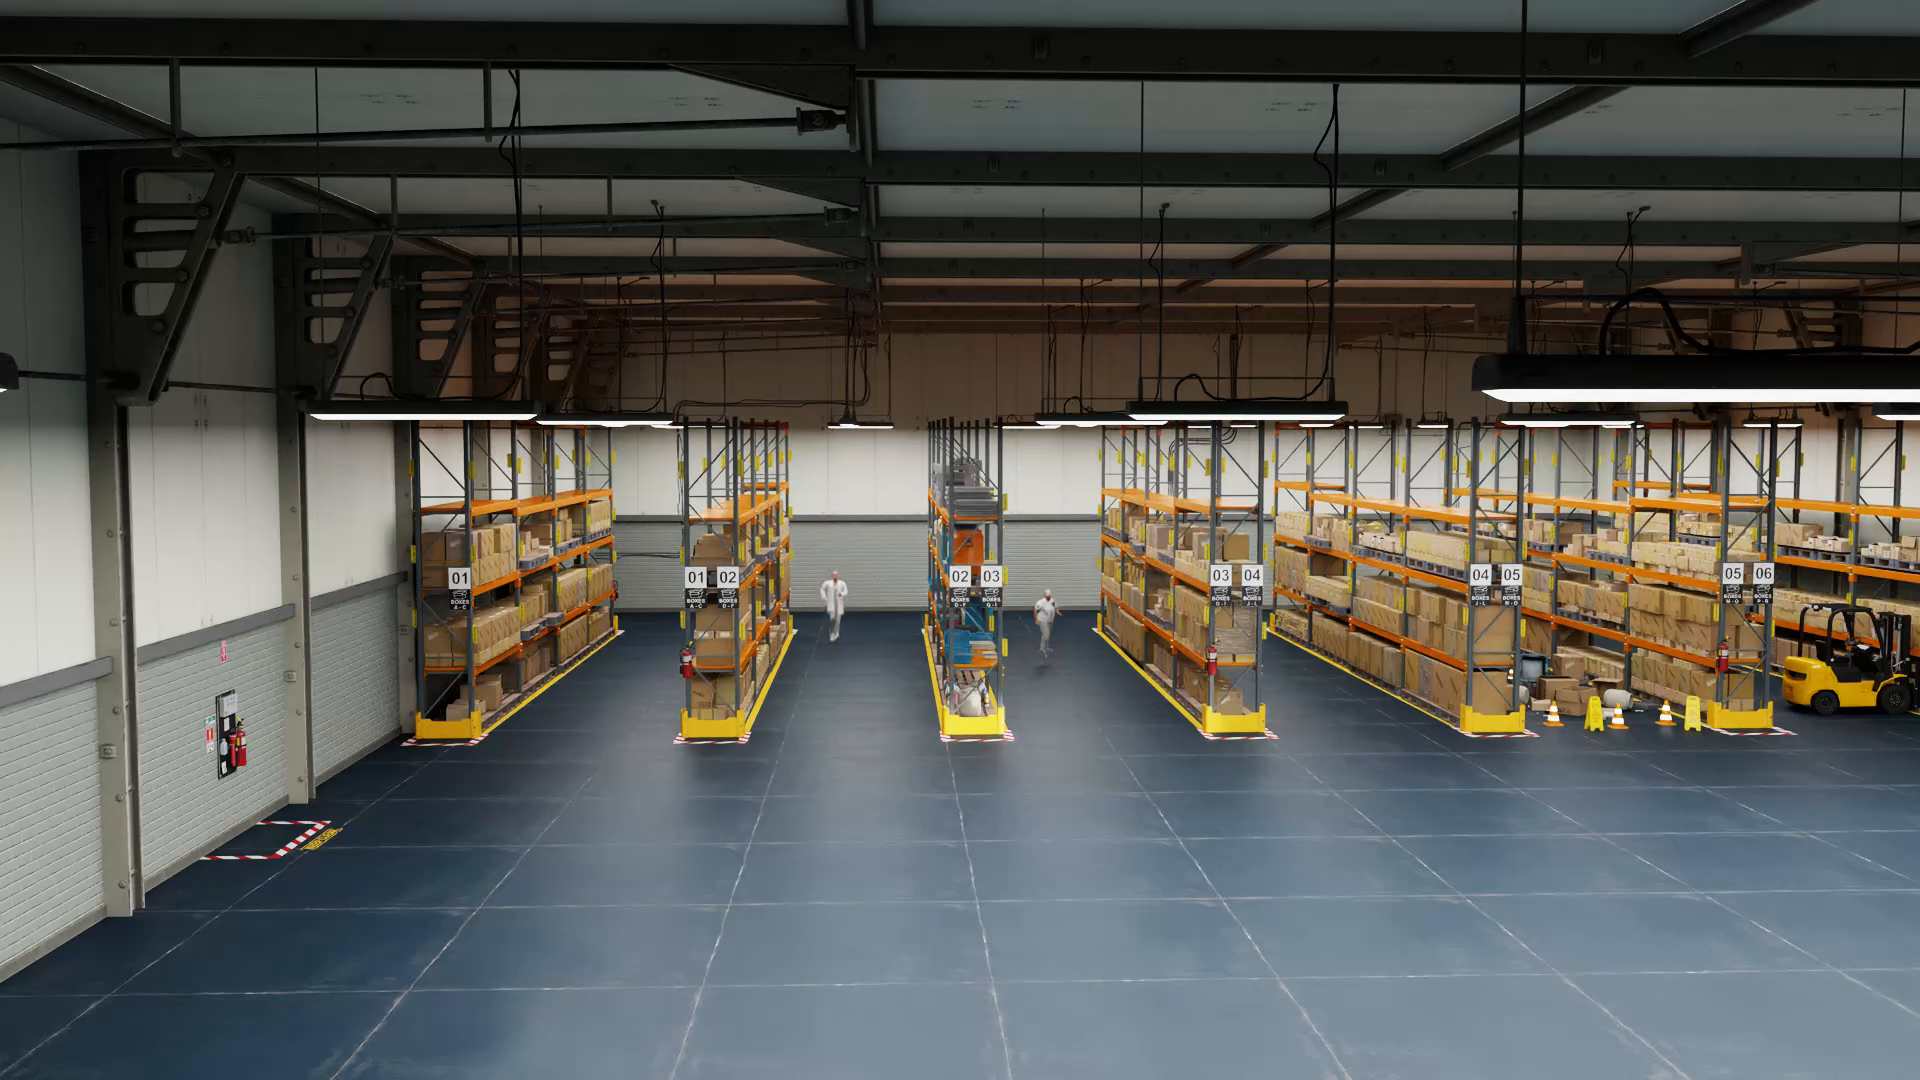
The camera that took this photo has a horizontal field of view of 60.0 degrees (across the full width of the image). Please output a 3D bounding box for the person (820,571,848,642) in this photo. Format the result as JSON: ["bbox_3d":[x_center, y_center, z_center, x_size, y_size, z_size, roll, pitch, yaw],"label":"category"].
[{"bbox_3d":[-3.274,1.738,43.540,0.695,1.844,0.756,-1,4,-12],"label":"person"}]

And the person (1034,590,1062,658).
[{"bbox_3d":[2.161,2.029,40.703,0.649,1.669,0.800,-3,5,-43],"label":"person"}]
